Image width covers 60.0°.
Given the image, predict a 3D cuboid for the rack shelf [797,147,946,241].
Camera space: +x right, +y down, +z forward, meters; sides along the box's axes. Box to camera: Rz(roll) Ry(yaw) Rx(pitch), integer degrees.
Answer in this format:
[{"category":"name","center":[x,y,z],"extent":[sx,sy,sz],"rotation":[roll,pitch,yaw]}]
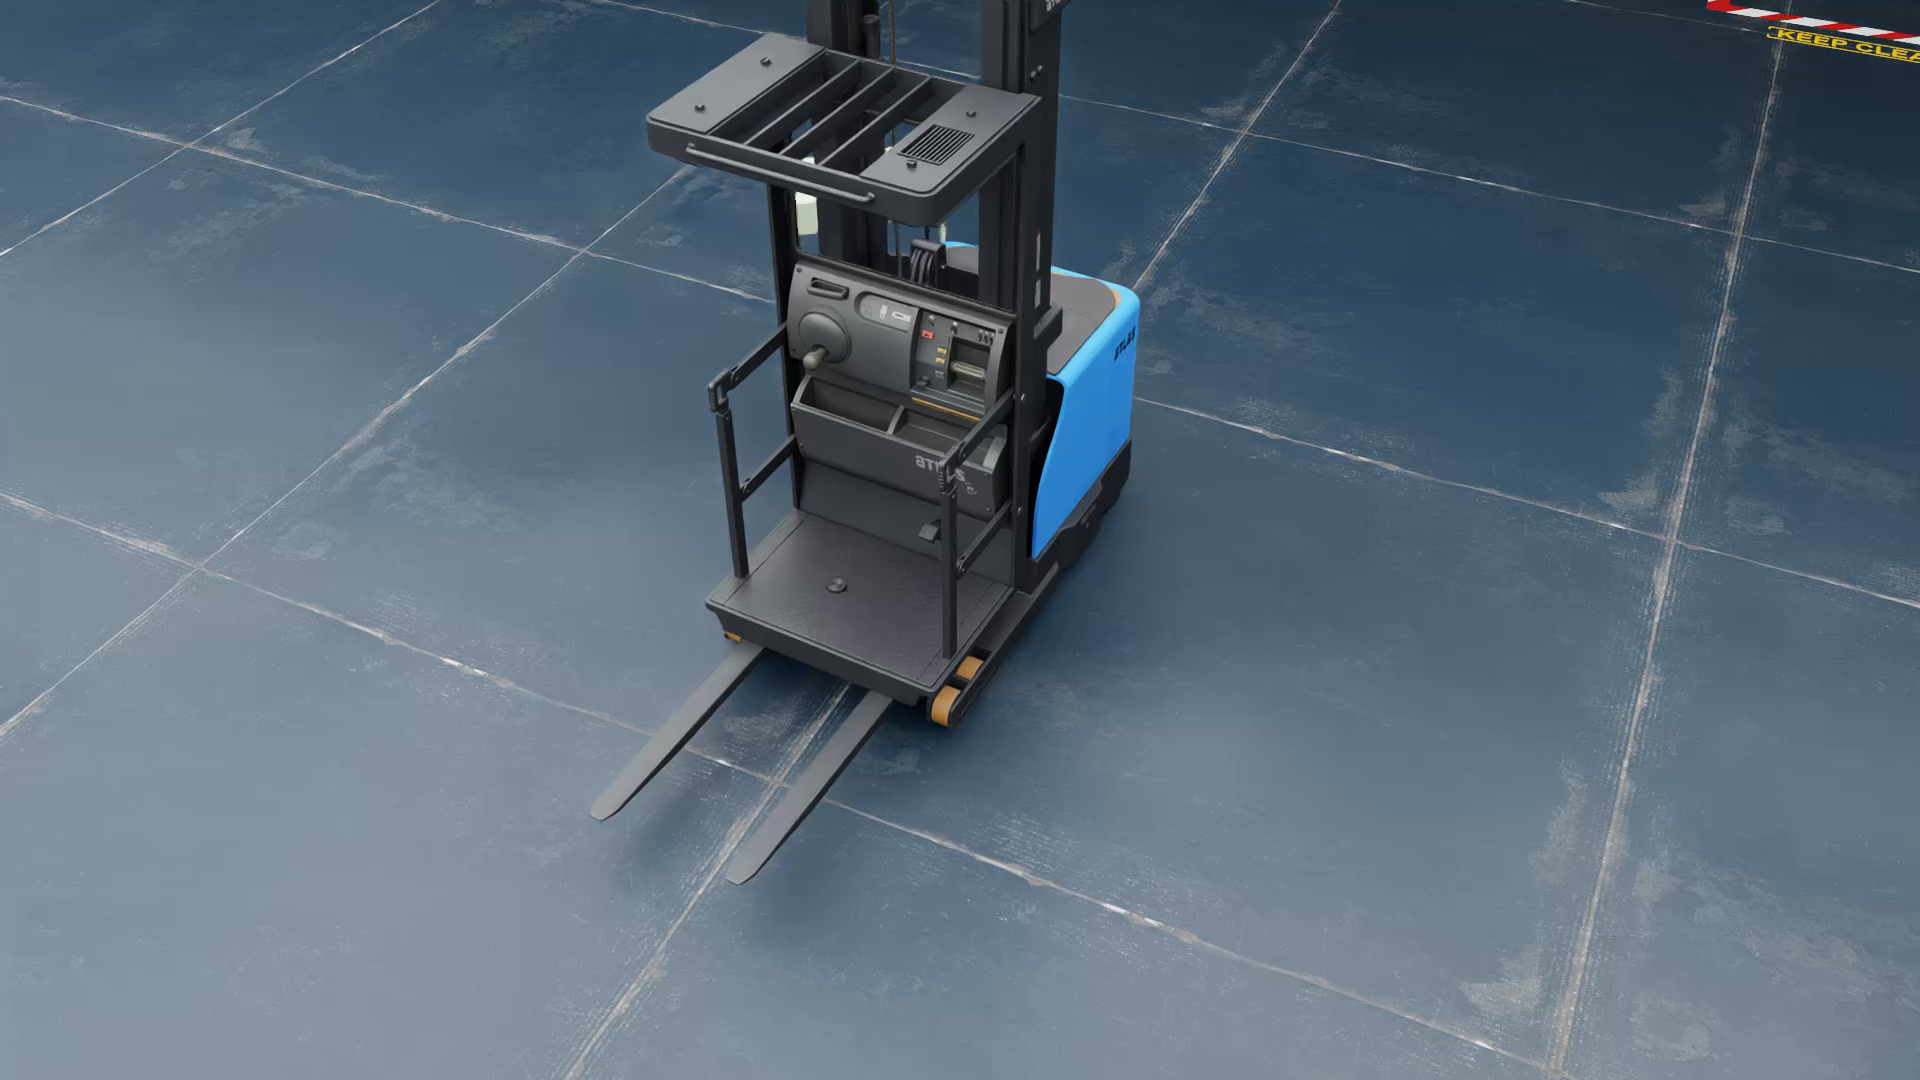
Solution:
[{"category":"rack shelf","center":[-0.467,-1.551,7.682],"extent":[0.720,0.370,0.431],"rotation":[-10,42,-12]}]

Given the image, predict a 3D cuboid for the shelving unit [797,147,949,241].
[{"category":"shelving unit","center":[-0.467,-1.257,7.938],"extent":[0.755,1.500,0.431],"rotation":[-10,42,-12]}]

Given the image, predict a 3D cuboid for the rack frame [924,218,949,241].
[{"category":"rack frame","center":[-0.114,-1.321,8.012],"extent":[0.023,1.500,0.400],"rotation":[-10,42,-12]}]

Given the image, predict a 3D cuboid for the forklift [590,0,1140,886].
[{"category":"forklift","center":[-0.348,-0.691,6.194],"extent":[1.130,2.935,3.031],"rotation":[20,45,21]}]
